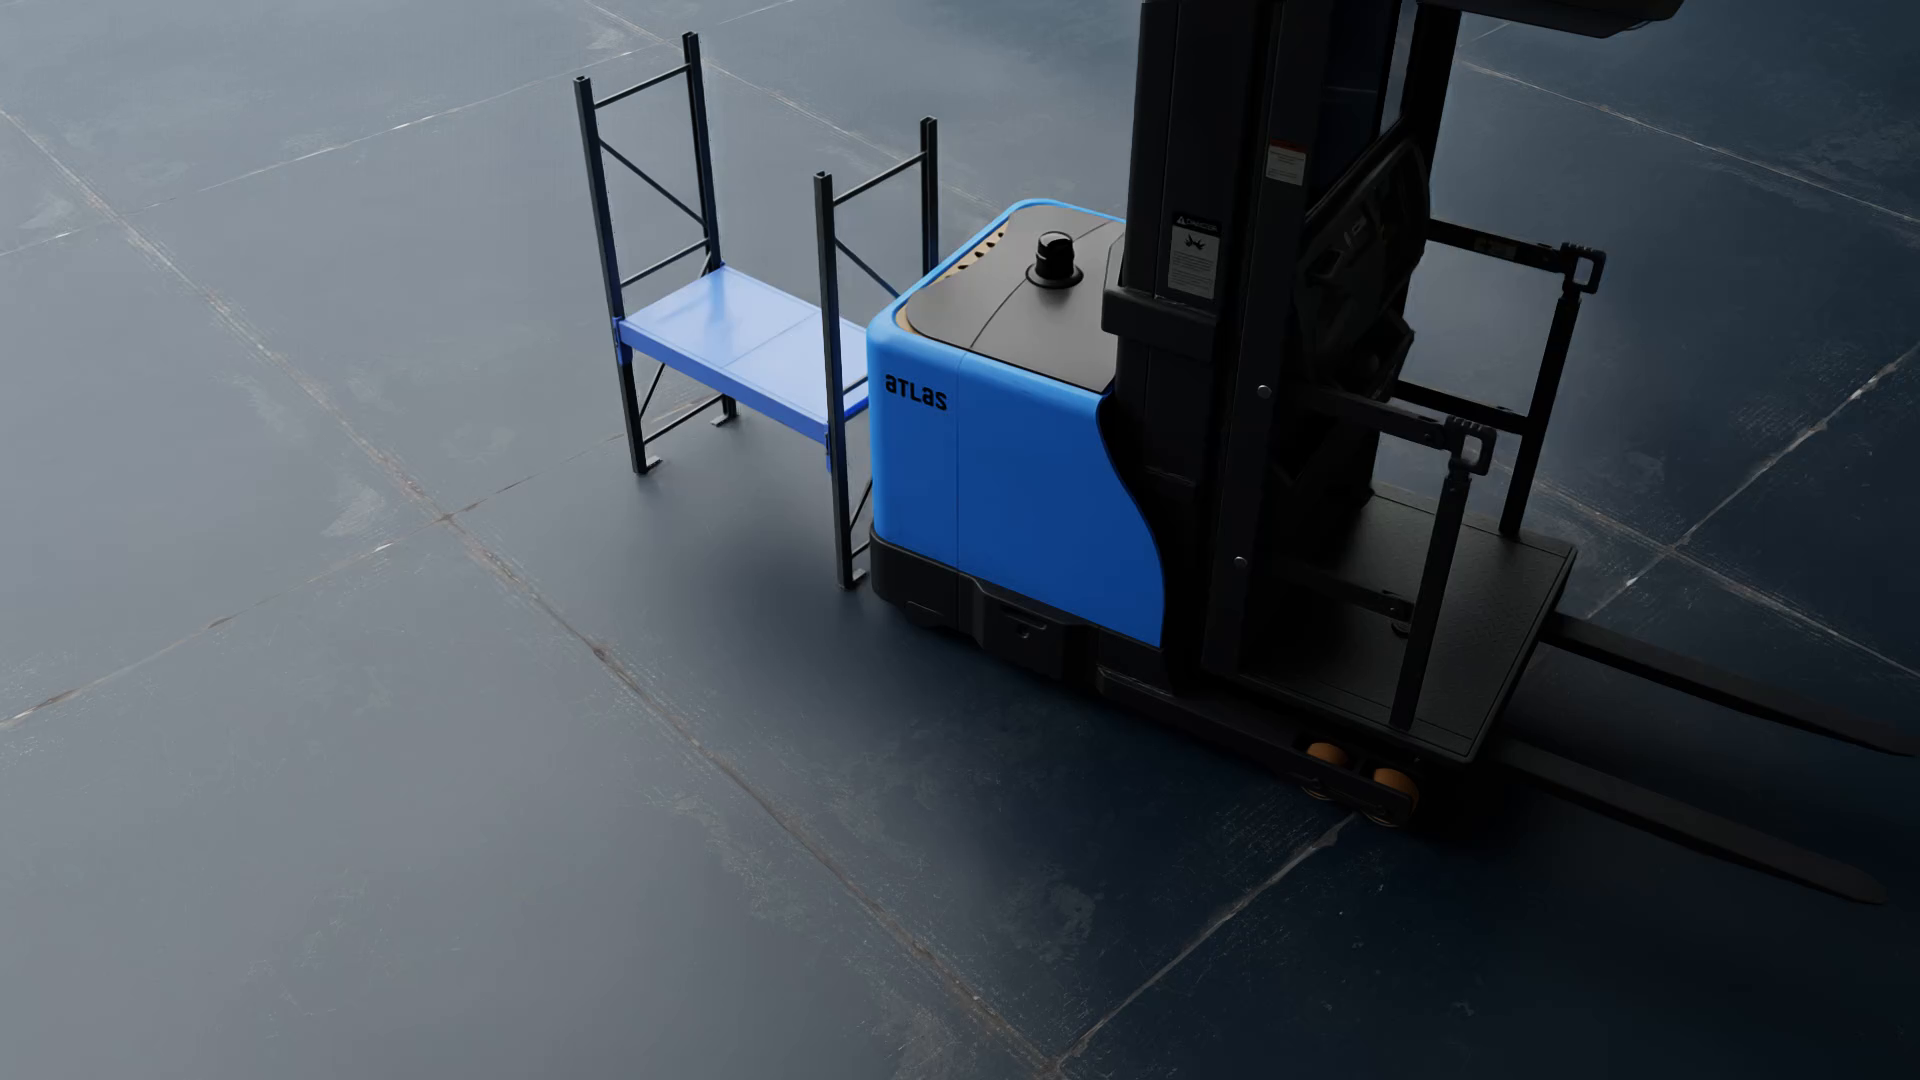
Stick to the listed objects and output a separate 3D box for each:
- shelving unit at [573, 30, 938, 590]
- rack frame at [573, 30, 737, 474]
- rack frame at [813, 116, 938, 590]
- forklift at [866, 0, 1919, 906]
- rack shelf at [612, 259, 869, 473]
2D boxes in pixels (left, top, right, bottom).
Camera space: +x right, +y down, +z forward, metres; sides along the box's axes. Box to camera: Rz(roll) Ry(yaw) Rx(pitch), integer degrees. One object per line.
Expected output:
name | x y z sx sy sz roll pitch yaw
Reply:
shelving unit | -0.630 -0.747 5.482 1.048 1.500 0.538 27 46 30
rack frame | -1.022 -0.950 5.733 0.032 1.500 0.500 27 46 30
rack frame | -0.238 -0.544 5.230 0.032 1.500 0.500 27 46 30
forklift | 1.236 -0.708 4.294 3.031 2.935 1.130 21 43 24
rack shelf | -0.630 -0.607 5.595 1.000 0.185 0.538 27 46 30
